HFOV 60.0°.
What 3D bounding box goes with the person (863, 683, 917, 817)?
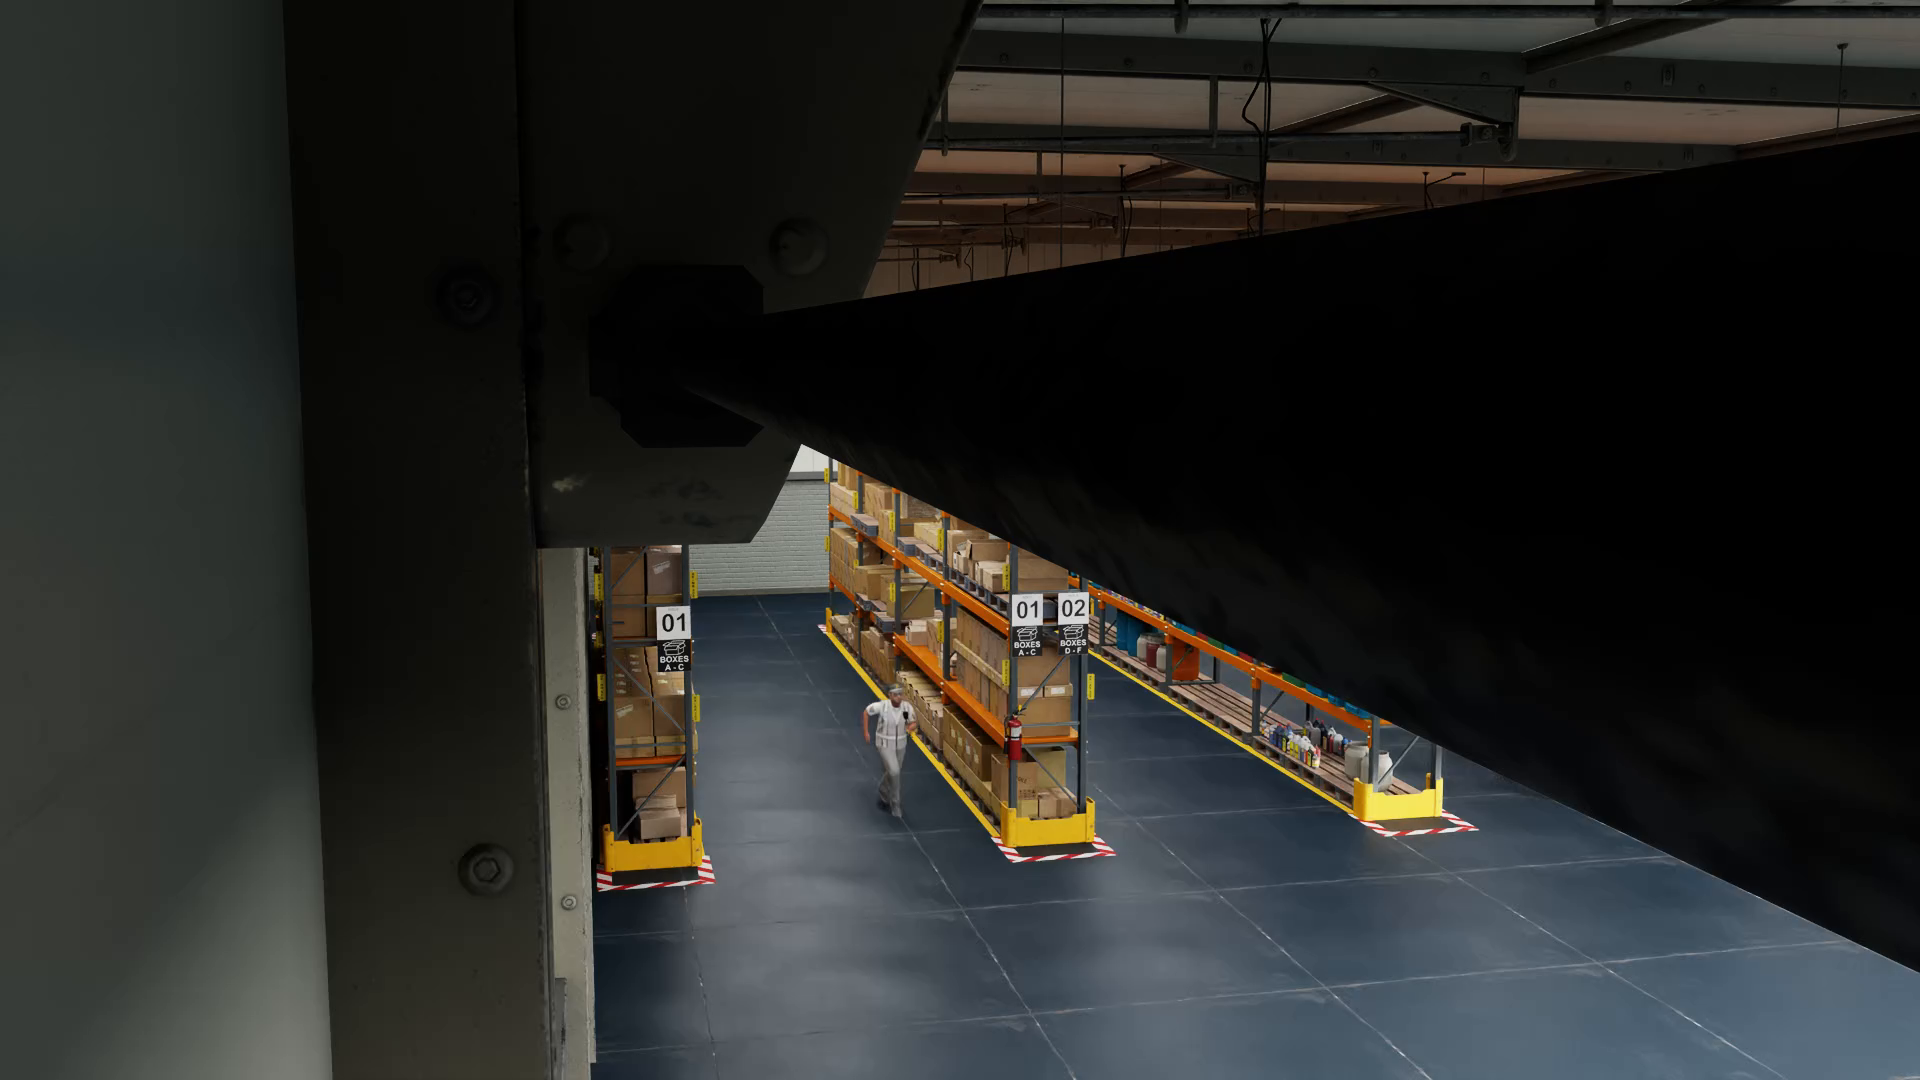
[{"bbox_3d":[-0.931,2.807,22.491,0.687,1.830,0.871,-3,8,-25],"label":"person"}]
